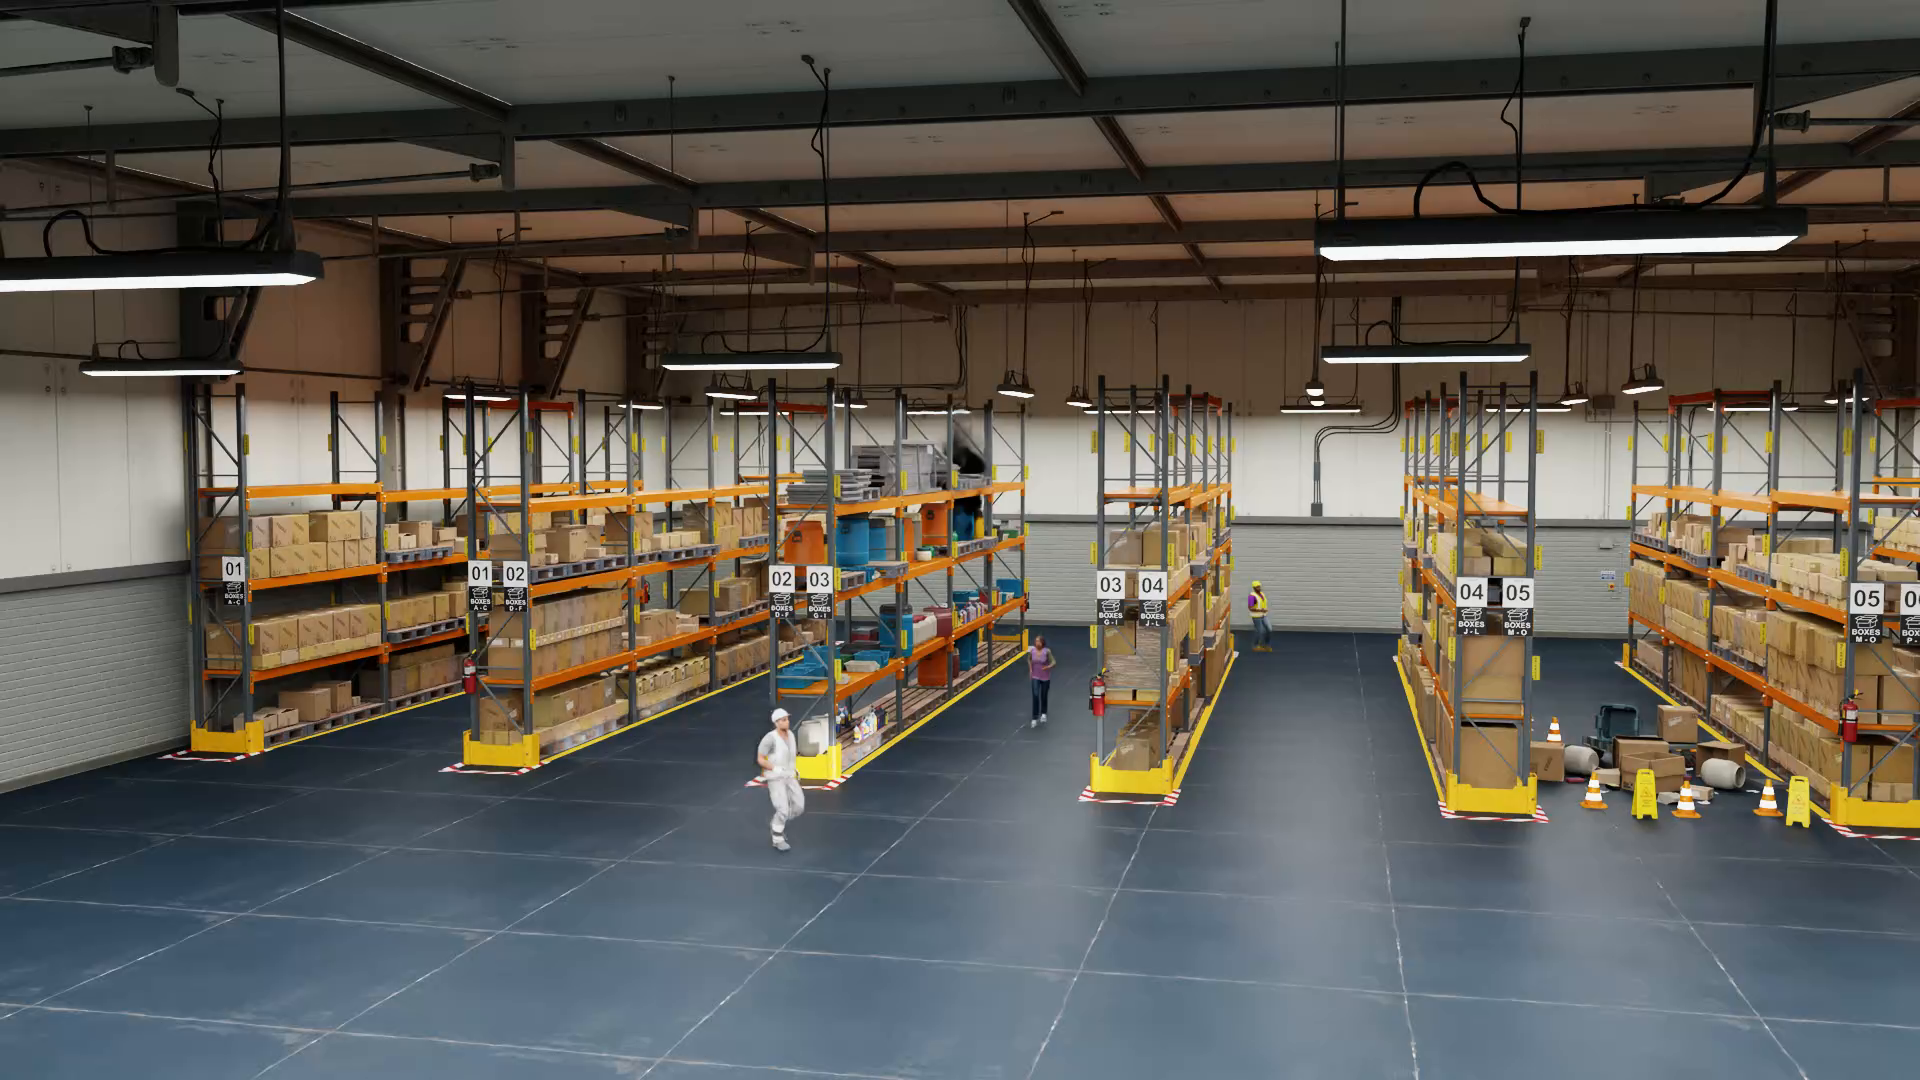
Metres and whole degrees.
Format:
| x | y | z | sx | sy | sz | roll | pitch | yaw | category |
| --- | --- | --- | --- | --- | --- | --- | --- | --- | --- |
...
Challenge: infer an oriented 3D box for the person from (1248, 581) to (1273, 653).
| x | y | z | sx | sy | sz | roll | pitch | yaw | category |
| --- | --- | --- | --- | --- | --- | --- | --- | --- | --- |
| 7.182 | 1.860 | 39.985 | 0.692 | 1.778 | 0.670 | -2 | 4 | -33 | person |

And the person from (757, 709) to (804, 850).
| x | y | z | sx | sy | sz | roll | pitch | yaw | category |
| --- | --- | --- | --- | --- | --- | --- | --- | --- | --- |
| -2.205 | 2.950 | 20.523 | 0.586 | 1.745 | 0.661 | 3 | 4 | 41 | person |

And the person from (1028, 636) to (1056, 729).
| x | y | z | sx | sy | sz | roll | pitch | yaw | category |
| --- | --- | --- | --- | --- | --- | --- | --- | --- | --- |
| 1.455 | 2.507 | 29.621 | 0.530 | 1.637 | 0.730 | 0 | 3 | 9 | person |
